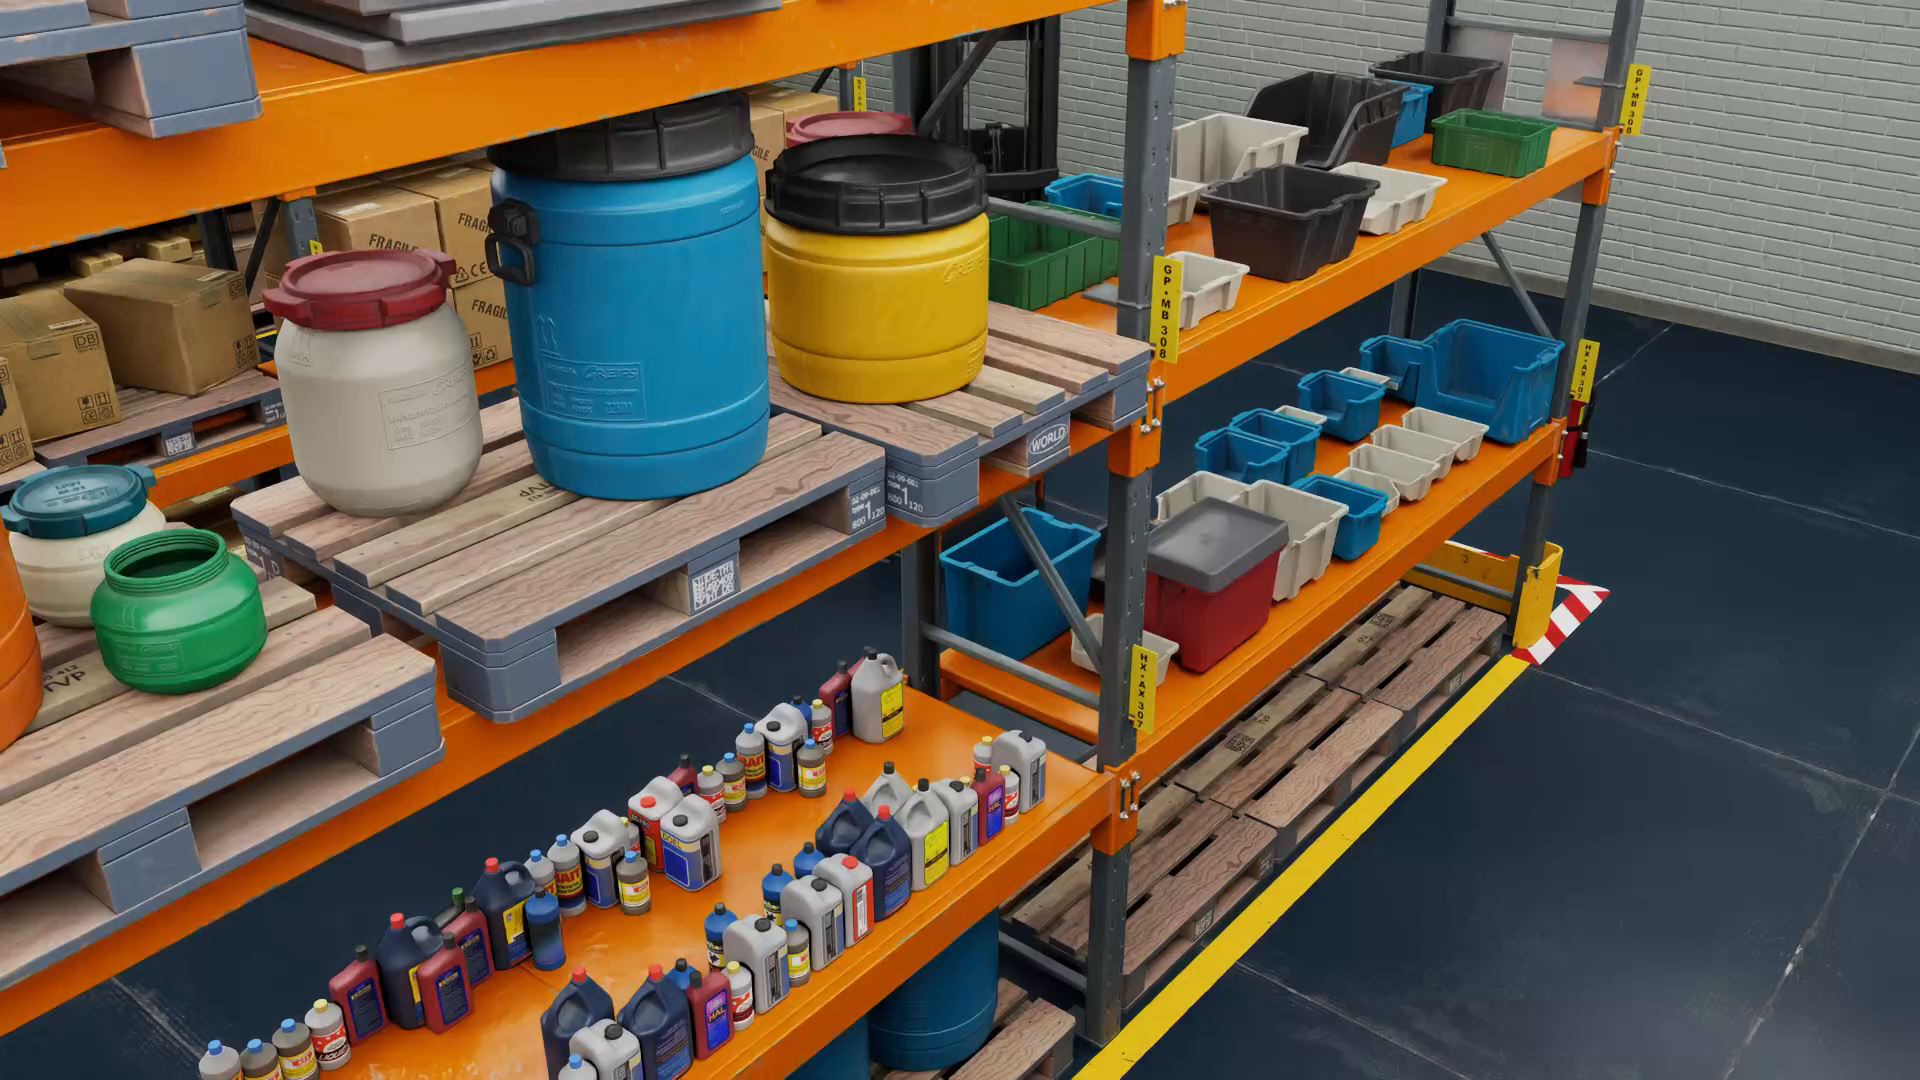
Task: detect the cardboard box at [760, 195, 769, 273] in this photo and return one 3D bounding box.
[{"bbox_3d":[-1.475,-2.014,10.769,0.500,0.500,0.500,21,34,35],"label":"cardboard box"}]

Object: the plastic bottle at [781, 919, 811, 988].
[{"bbox_3d":[-0.490,1.202,4.878,0.097,0.201,0.097,0,27,0],"label":"plastic bottle"}]

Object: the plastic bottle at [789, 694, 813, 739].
[{"bbox_3d":[-0.566,0.665,5.840,0.097,0.271,0.097,0,27,0],"label":"plastic bottle"}]

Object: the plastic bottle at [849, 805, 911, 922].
[{"bbox_3d":[-0.247,0.984,5.138,0.144,0.351,0.185,21,34,34],"label":"plastic bottle"}]

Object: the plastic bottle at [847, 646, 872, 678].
[{"bbox_3d":[-0.360,0.532,6.084,0.061,0.283,0.133,21,34,34],"label":"plastic bottle"}]

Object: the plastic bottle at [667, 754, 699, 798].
[{"bbox_3d":[-0.924,0.847,5.476,0.061,0.283,0.133,21,34,34],"label":"plastic bottle"}]

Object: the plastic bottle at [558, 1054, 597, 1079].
[{"bbox_3d":[-0.987,1.448,4.326,0.097,0.271,0.097,0,27,0],"label":"plastic bottle"}]

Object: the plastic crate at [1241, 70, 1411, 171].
[{"bbox_3d":[1.563,-1.787,7.243,0.504,0.338,0.767,21,34,34],"label":"plastic crate"}]

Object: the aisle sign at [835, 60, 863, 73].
[{"bbox_3d":[-0.793,-3.482,10.887,0.394,0.787,0.004,21,34,34],"label":"aisle sign"}]

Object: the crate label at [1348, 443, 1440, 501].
[{"bbox_3d":[2.014,-0.307,7.800,0.396,0.136,0.243,21,34,34],"label":"crate label"}]

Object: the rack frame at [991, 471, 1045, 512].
[{"bbox_3d":[0.328,-0.682,10.345,0.500,1.125,0.032,21,34,34],"label":"rack frame"}]

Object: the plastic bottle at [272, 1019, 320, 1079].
[{"bbox_3d":[-1.808,1.389,4.518,0.097,0.201,0.097,0,27,0],"label":"plastic bottle"}]

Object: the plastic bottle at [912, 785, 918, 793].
[{"bbox_3d":[-0.139,0.897,5.468,0.097,0.201,0.097,0,27,0],"label":"plastic bottle"}]

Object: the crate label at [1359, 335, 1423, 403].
[{"bbox_3d":[2.336,-0.905,8.851,0.416,0.233,0.303,21,34,34],"label":"crate label"}]

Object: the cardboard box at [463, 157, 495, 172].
[{"bbox_3d":[-2.445,-1.913,9.486,0.500,0.500,0.500,20,33,33],"label":"cardboard box"}]

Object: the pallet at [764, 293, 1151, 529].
[{"bbox_3d":[-0.220,-0.467,4.830,1.213,0.211,1.003,21,34,34],"label":"pallet"}]

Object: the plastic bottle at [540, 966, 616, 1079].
[{"bbox_3d":[-1.033,1.312,4.503,0.144,0.351,0.185,21,34,34],"label":"plastic bottle"}]

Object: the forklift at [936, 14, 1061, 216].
[{"bbox_3d":[0.176,-3.189,13.224,1.130,2.935,3.031,-5,28,-9],"label":"forklift"}]

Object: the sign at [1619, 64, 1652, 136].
[{"bbox_3d":[3.182,-2.074,7.844,0.100,0.325,0.005,21,34,34],"label":"sign"}]

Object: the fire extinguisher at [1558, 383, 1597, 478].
[{"bbox_3d":[3.194,-0.664,8.759,0.296,0.674,0.183,21,34,34],"label":"fire extinguisher"}]

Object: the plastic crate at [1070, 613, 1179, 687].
[{"bbox_3d":[0.609,0.442,6.353,0.396,0.136,0.243,21,34,34],"label":"plastic crate"}]

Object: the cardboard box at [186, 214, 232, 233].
[{"bbox_3d":[-6.145,-2.579,13.528,0.380,0.149,0.250,21,34,35],"label":"cardboard box"}]

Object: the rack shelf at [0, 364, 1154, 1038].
[{"bbox_3d":[-1.069,0.171,4.173,1.077,0.370,4.000,21,34,34],"label":"rack shelf"}]

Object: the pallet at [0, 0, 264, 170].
[{"bbox_3d":[-1.859,-0.757,2.560,1.213,0.211,1.003,21,34,34],"label":"pallet"}]

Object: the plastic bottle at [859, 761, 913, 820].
[{"bbox_3d":[-0.241,0.876,5.346,0.144,0.351,0.185,21,34,34],"label":"plastic bottle"}]

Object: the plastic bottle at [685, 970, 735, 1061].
[{"bbox_3d":[-0.697,1.294,4.610,0.061,0.283,0.133,21,34,34],"label":"plastic bottle"}]

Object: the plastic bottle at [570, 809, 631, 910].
[{"bbox_3d":[-1.122,0.993,5.201,0.152,0.276,0.135,21,34,34],"label":"plastic bottle"}]

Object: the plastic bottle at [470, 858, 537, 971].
[{"bbox_3d":[-1.350,1.084,4.943,0.144,0.351,0.185,21,34,34],"label":"plastic bottle"}]

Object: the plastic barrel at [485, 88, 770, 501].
[{"bbox_3d":[-0.765,-0.617,3.911,0.600,0.901,0.708,21,34,34],"label":"plastic barrel"}]

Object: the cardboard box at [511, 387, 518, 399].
[{"bbox_3d":[-2.426,-0.729,10.632,0.797,0.503,0.637,21,34,34],"label":"cardboard box"}]

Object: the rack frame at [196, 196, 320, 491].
[{"bbox_3d":[-3.617,-0.974,8.869,1.000,3.000,0.127,21,34,34],"label":"rack frame"}]

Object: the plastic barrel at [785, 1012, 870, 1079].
[{"bbox_3d":[-0.607,1.659,5.605,0.600,0.901,0.708,21,34,34],"label":"plastic barrel"}]

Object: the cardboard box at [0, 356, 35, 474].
[{"bbox_3d":[-4.693,-0.561,7.504,0.700,0.500,0.500,12,30,22],"label":"cardboard box"}]

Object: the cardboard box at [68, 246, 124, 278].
[{"bbox_3d":[-6.528,-2.088,12.580,0.380,0.149,0.250,22,35,36],"label":"cardboard box"}]

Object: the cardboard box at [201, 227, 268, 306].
[{"bbox_3d":[-5.903,-2.282,13.660,0.700,0.500,0.500,19,33,33],"label":"cardboard box"}]

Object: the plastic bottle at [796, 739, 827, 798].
[{"bbox_3d":[-0.510,0.775,5.703,0.097,0.201,0.097,0,27,0],"label":"plastic bottle"}]

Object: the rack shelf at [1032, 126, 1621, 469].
[{"bbox_3d":[1.475,-1.247,6.915,1.077,0.370,4.000,21,34,34],"label":"rack shelf"}]

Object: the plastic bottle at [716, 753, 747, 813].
[{"bbox_3d":[-0.775,0.813,5.630,0.097,0.201,0.097,0,27,0],"label":"plastic bottle"}]

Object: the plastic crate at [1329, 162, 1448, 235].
[{"bbox_3d":[1.624,-1.354,6.624,0.437,0.136,0.530,21,34,34],"label":"plastic crate"}]

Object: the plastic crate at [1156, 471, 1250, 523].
[{"bbox_3d":[1.079,-0.140,7.478,0.293,0.136,0.466,21,34,34],"label":"plastic crate"}]

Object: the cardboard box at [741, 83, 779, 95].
[{"bbox_3d":[-1.558,-2.801,11.202,0.500,0.500,0.500,22,35,36],"label":"cardboard box"}]

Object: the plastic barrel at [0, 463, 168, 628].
[{"bbox_3d":[-1.773,0.013,3.390,0.301,0.262,0.301,0,27,0],"label":"plastic barrel"}]

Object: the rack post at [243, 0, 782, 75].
[{"bbox_3d":[-0.986,-1.213,3.345,0.954,0.300,0.937,-24,36,-38],"label":"rack post"}]

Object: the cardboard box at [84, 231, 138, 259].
[{"bbox_3d":[-6.632,-2.308,13.004,0.380,0.149,0.250,20,33,33],"label":"cardboard box"}]

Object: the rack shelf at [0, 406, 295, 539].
[{"bbox_3d":[-4.889,0.054,7.663,1.077,0.370,4.000,21,34,34],"label":"rack shelf"}]

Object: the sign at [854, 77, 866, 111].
[{"bbox_3d":[-0.657,-2.878,10.944,0.100,0.325,0.005,21,34,34],"label":"sign"}]

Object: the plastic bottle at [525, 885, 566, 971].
[{"bbox_3d":[-1.229,1.139,4.923,0.097,0.271,0.097,0,27,0],"label":"plastic bottle"}]

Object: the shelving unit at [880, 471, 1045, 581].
[{"bbox_3d":[0.004,-0.502,9.996,0.538,1.125,1.048,21,34,34],"label":"shelving unit"}]

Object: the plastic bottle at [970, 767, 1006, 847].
[{"bbox_3d":[0.090,0.856,5.458,0.061,0.283,0.133,21,34,34],"label":"plastic bottle"}]

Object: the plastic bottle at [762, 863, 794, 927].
[{"bbox_3d":[-0.545,1.092,5.014,0.097,0.271,0.097,0,27,0],"label":"plastic bottle"}]

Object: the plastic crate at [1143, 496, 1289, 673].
[{"bbox_3d":[0.964,0.176,6.510,0.402,0.464,0.583,21,34,34],"label":"plastic crate"}]

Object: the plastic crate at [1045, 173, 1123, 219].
[{"bbox_3d":[0.536,-1.199,6.221,0.416,0.233,0.300,21,34,34],"label":"plastic crate"}]

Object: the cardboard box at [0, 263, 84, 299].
[{"bbox_3d":[-6.887,-1.732,12.597,0.700,0.500,0.500,21,34,35],"label":"cardboard box"}]

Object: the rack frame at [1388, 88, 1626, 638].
[{"bbox_3d":[2.747,-0.944,8.809,1.000,3.000,0.127,21,34,34],"label":"rack frame"}]

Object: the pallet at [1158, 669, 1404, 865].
[{"bbox_3d":[1.416,1.007,8.074,1.003,0.211,1.213,21,34,34],"label":"pallet"}]

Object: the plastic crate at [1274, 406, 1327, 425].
[{"bbox_3d":[1.637,-0.532,8.235,0.250,0.136,0.298,21,34,34],"label":"plastic crate"}]

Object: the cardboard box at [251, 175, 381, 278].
[{"bbox_3d":[-3.495,-1.718,9.109,0.500,0.500,0.500,21,34,35],"label":"cardboard box"}]
